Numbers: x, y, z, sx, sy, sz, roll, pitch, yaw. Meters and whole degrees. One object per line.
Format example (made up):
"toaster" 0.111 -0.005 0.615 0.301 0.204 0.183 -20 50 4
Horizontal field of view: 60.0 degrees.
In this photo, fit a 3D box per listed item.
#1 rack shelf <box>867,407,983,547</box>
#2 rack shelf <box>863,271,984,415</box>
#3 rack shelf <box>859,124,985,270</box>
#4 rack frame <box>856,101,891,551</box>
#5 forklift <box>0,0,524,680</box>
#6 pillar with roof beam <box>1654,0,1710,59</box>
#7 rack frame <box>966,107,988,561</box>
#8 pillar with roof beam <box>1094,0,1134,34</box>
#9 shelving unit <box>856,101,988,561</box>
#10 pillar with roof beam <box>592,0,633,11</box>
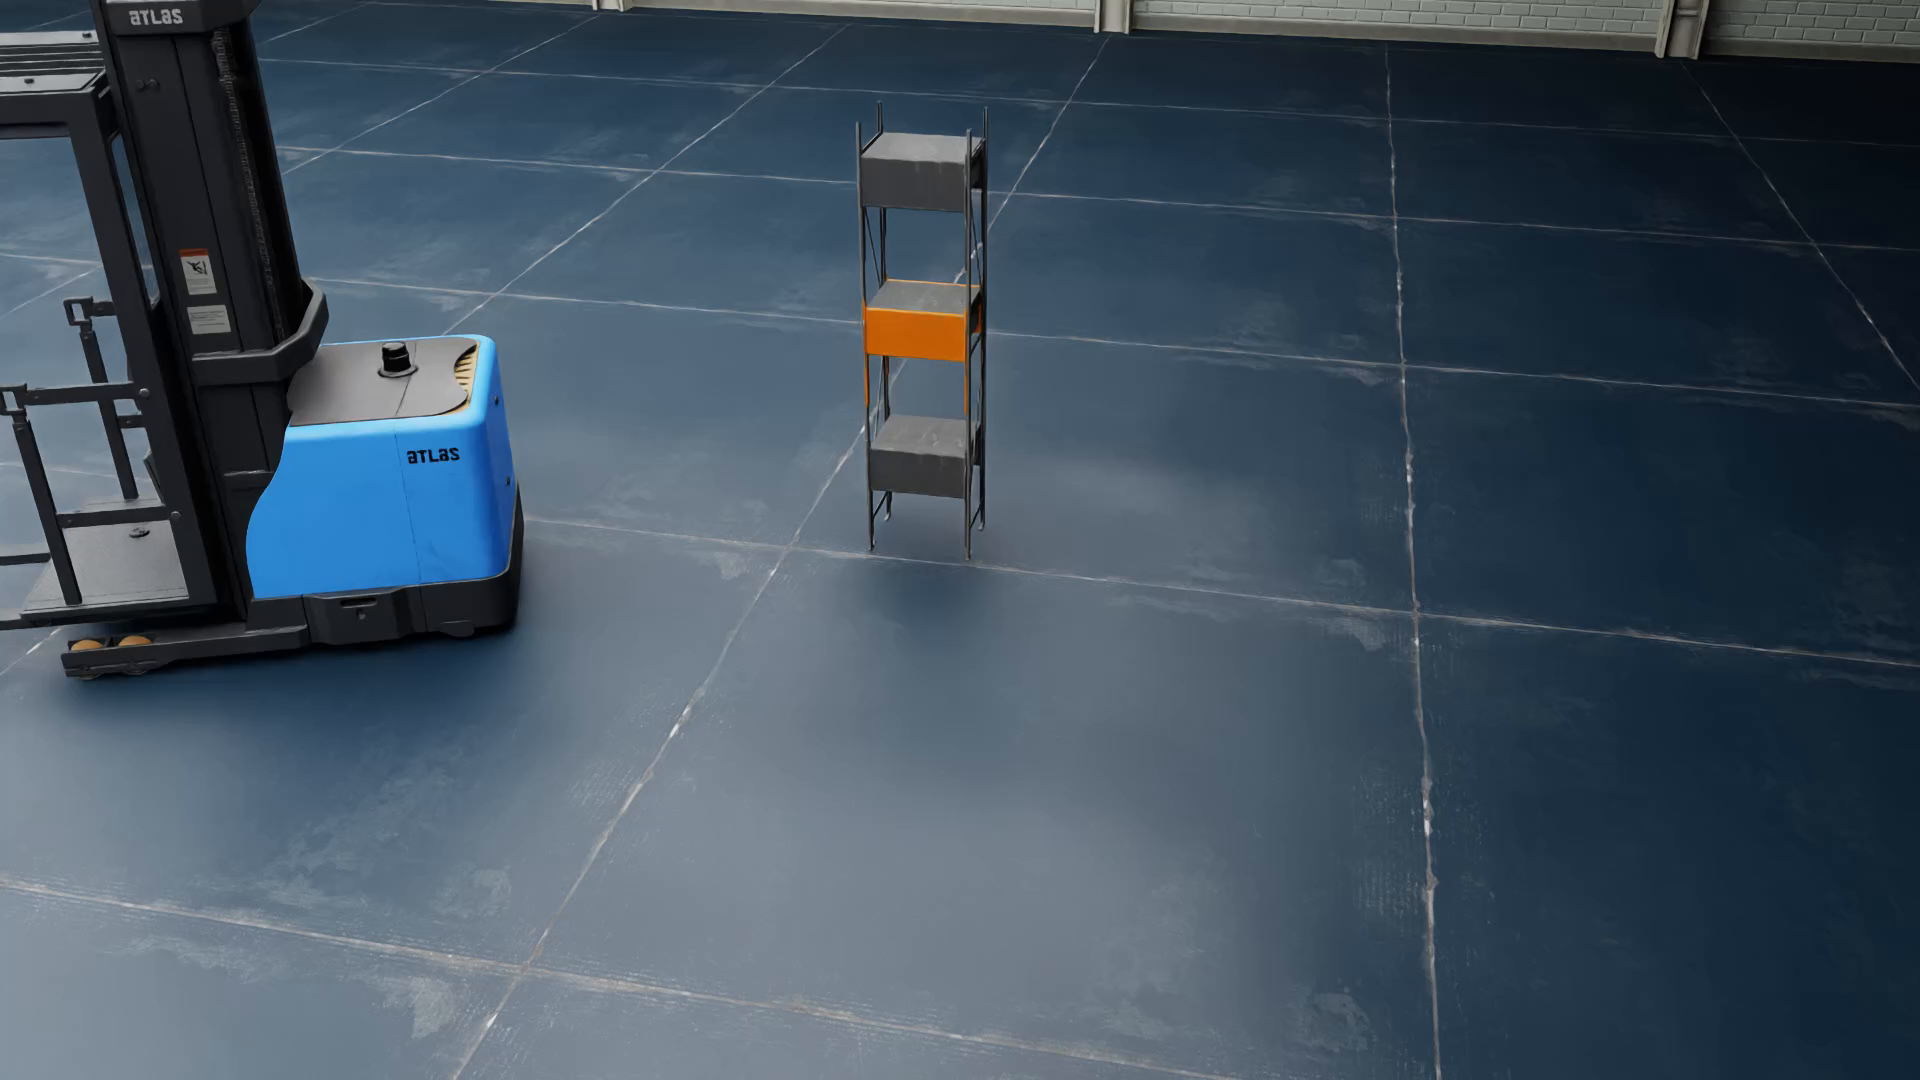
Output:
"rack shelf" -0.162 -0.312 8.119 0.480 0.518 0.431 6 29 11
"rack shelf" -0.162 -0.926 7.783 0.480 0.518 0.431 6 29 11
"rack shelf" -0.162 -1.540 7.447 0.480 0.518 0.431 6 29 11
"rack frame" -0.401 -0.962 7.821 0.015 2.100 0.400 6 29 11
"forklift" -3.567 -0.961 6.953 3.031 2.935 1.130 -5 29 -9
"pillar with roof beam" 6.698 -7.072 11.798 0.400 9.000 9.100 6 29 11
"rack frame" 0.077 -0.913 7.731 0.015 2.100 0.400 6 29 11
"pillar with roof beam" 0.830 -7.674 12.897 0.400 9.000 9.100 6 29 11
"shelving unit" -0.162 -0.938 7.776 0.503 2.100 0.431 6 29 11
"pillar with roof beam" -5.038 -8.276 13.996 0.400 9.000 9.100 6 29 11
